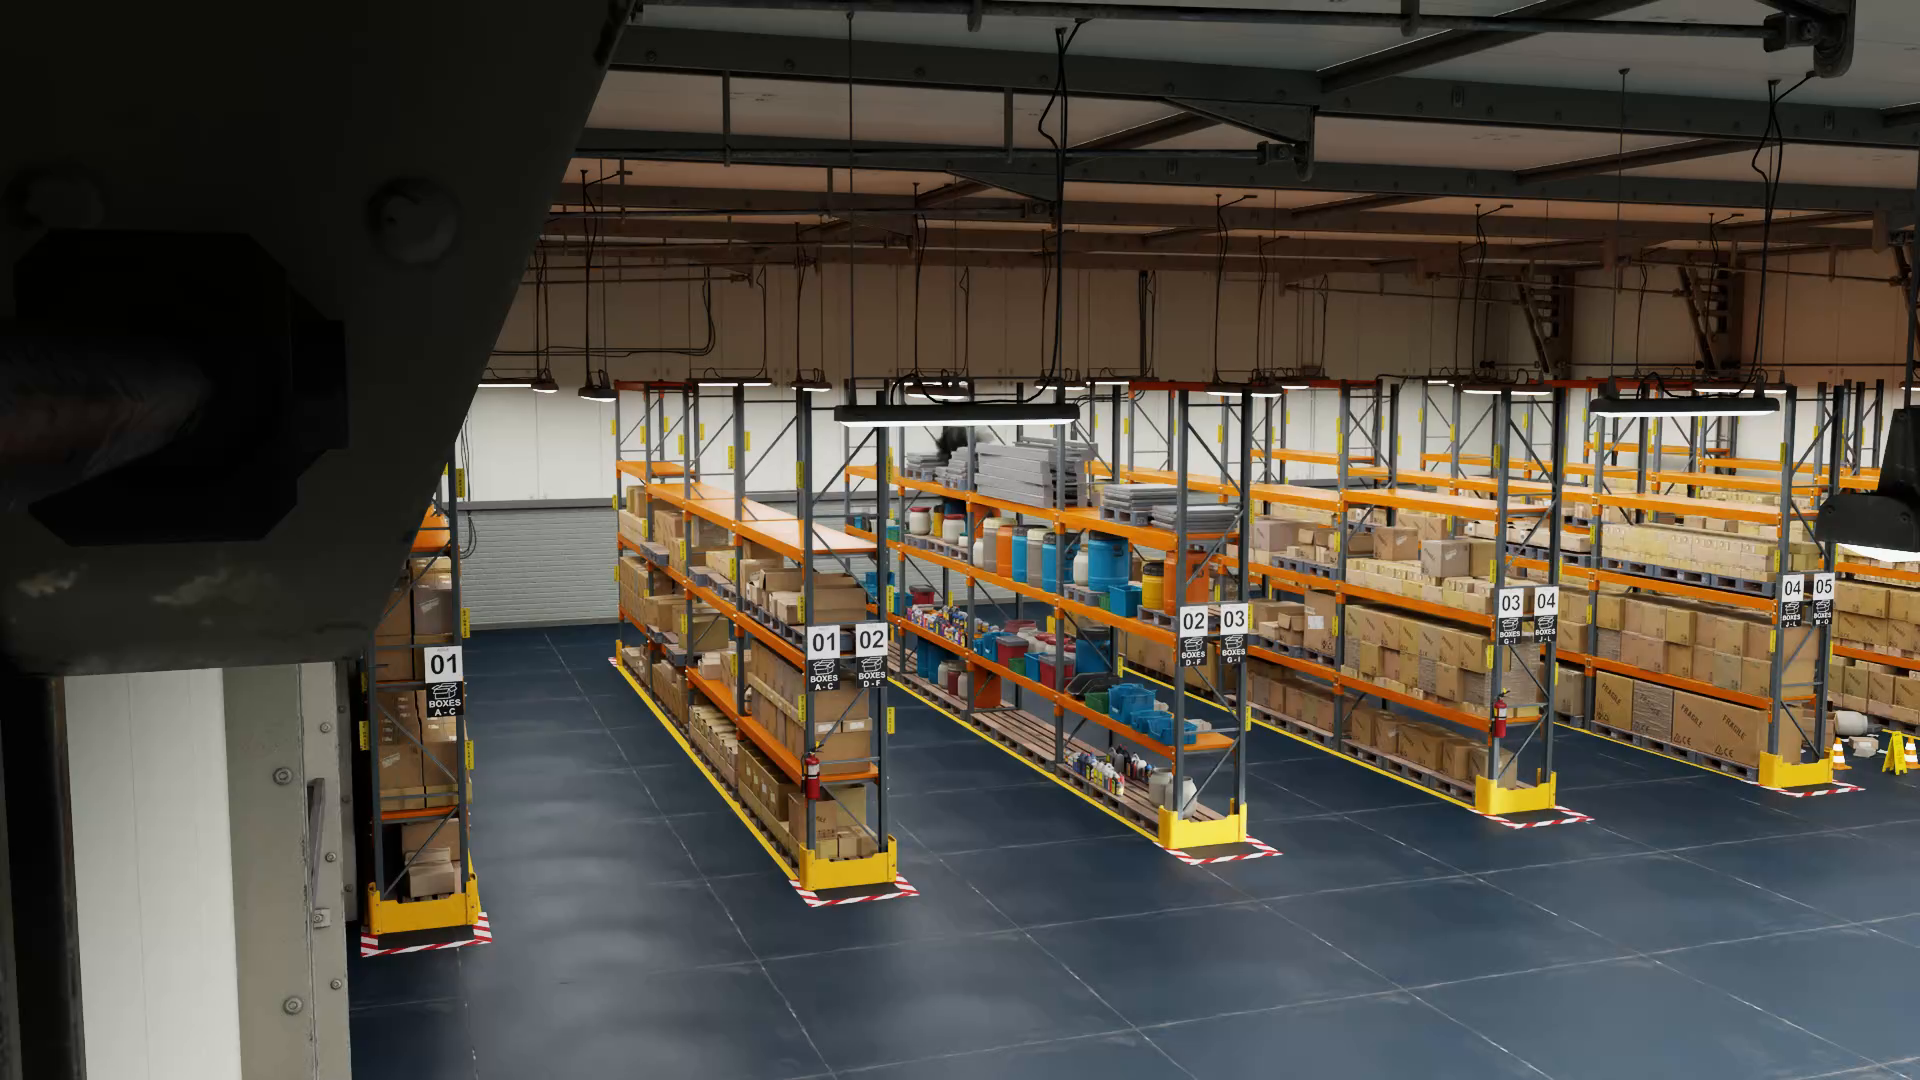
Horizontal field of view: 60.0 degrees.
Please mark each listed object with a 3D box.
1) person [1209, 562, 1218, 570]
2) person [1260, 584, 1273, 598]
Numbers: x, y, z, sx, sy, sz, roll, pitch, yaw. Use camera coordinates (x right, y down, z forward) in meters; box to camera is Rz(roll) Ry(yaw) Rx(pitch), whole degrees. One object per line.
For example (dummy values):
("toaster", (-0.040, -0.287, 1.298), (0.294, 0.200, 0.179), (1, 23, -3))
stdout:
("person", (5.846, 1.368, 38.879), (0.746, 1.723, 0.848), (0, 6, -1))
("person", (7.725, 1.169, 41.446), (0.616, 1.652, 0.608), (2, 7, 22))
